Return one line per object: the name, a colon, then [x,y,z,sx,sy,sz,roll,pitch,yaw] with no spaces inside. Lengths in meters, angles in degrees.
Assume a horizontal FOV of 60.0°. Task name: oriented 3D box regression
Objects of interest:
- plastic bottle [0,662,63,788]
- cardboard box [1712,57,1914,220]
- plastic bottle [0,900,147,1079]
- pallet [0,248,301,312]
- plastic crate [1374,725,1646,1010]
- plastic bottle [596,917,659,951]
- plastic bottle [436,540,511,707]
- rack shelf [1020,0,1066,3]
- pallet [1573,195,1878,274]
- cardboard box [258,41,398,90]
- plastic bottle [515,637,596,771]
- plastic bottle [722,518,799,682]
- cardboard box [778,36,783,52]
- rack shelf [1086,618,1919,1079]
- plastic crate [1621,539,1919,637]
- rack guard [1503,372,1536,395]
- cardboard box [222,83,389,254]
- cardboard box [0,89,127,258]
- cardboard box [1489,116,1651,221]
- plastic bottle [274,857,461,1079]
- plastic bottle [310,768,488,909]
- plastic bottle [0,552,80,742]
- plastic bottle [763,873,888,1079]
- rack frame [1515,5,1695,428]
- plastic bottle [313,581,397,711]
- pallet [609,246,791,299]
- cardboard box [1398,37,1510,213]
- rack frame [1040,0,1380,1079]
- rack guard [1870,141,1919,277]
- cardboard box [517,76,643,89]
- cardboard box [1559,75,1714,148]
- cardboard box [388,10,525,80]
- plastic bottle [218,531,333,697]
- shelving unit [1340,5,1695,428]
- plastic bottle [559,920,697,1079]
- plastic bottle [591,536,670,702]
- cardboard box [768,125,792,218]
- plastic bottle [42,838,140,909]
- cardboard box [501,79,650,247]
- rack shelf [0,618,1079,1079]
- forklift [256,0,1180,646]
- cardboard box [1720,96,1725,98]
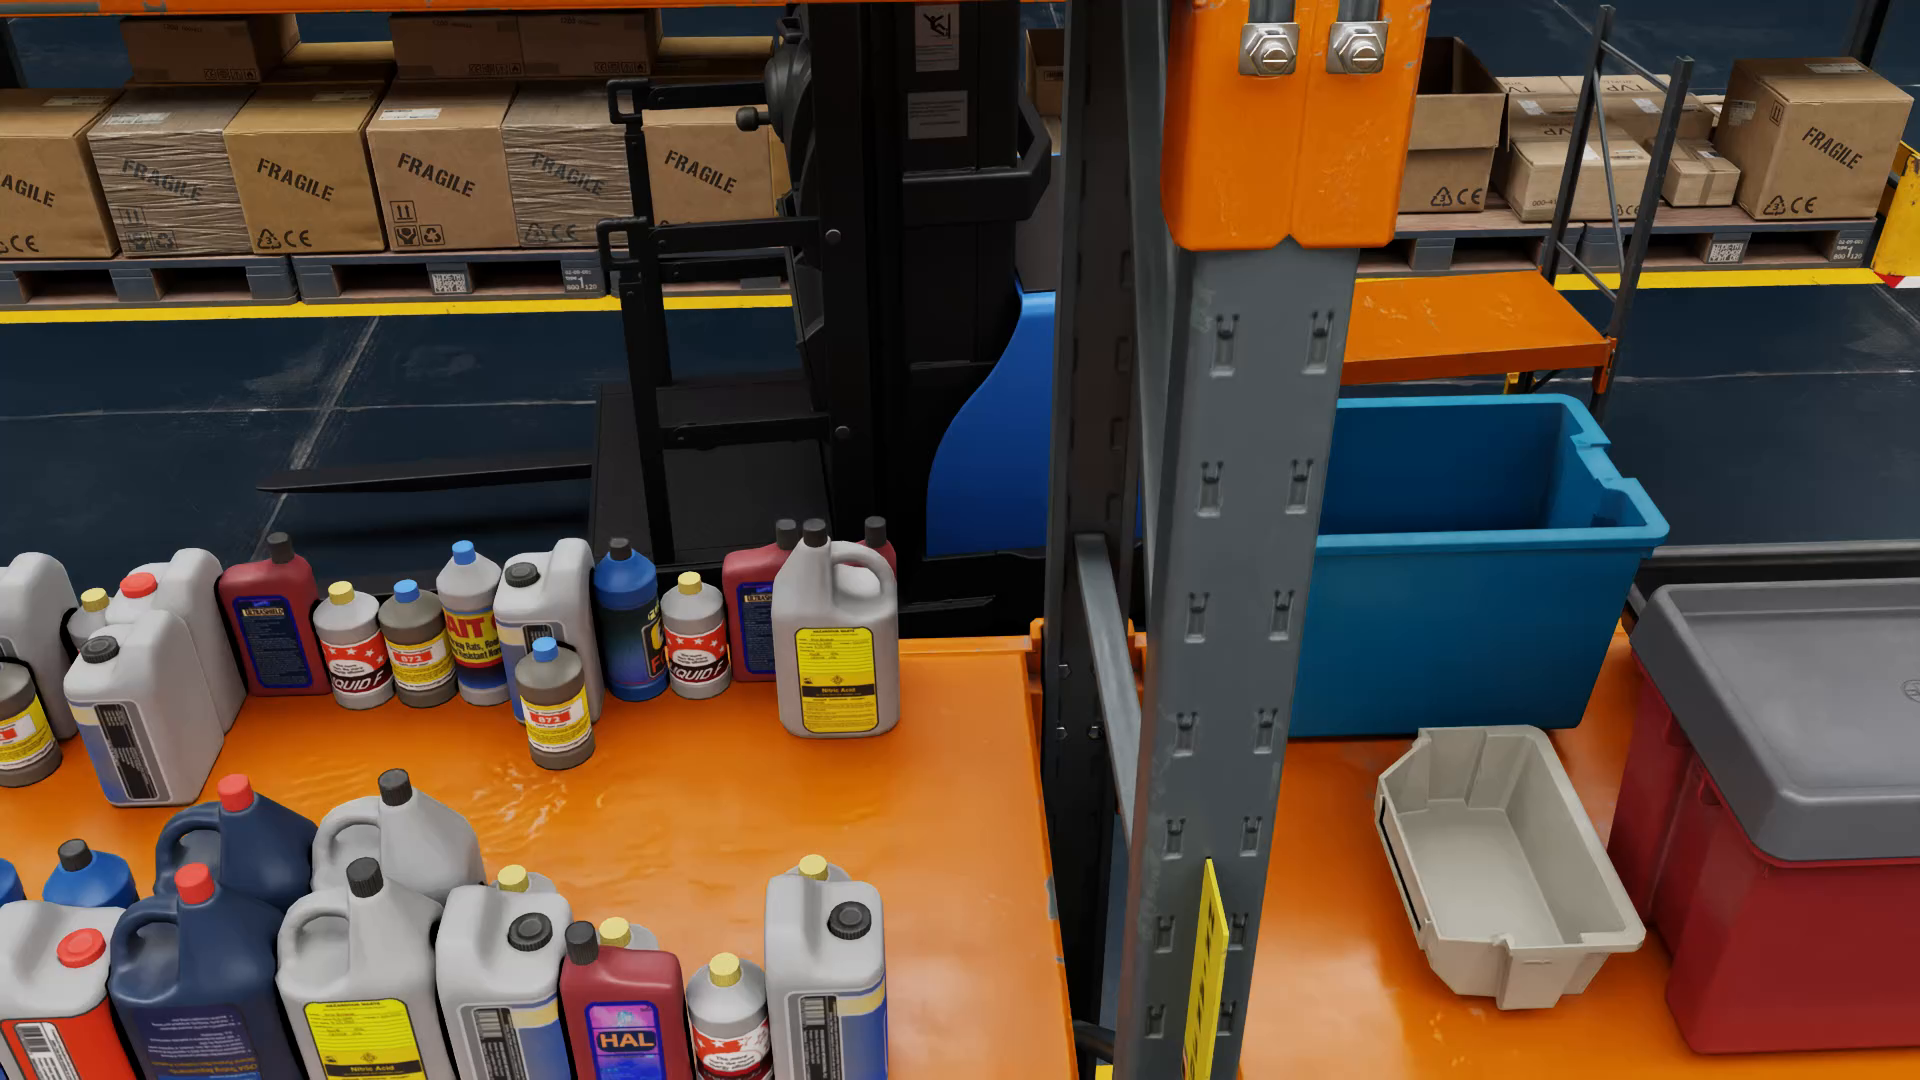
plastic bottle: [-1.390,0.254,2.422,0.097,0.201,0.097,0,35,0]
cardboard box: [3.456,-1.647,6.804,0.500,0.500,0.500,-2,35,-2]
plastic bottle: [-1.025,0.543,1.938,0.135,0.276,0.152,-2,35,-2]
pallet: [-3.256,-1.285,6.922,1.213,0.211,1.003,-2,35,-2]
plastic crate: [0.694,0.427,2.176,0.243,0.136,0.396,-2,35,-2]
plastic bottle: [-0.407,0.538,2.011,0.097,0.201,0.097,0,35,0]
plastic bottle: [-0.741,0.121,2.553,0.097,0.271,0.097,0,35,0]
rack shelf: [1.989,-2.299,6.569,4.000,0.370,1.077,-2,35,-2]
pallet: [3.115,-1.478,7.201,1.213,0.211,1.003,-2,35,-2]
cardboard box: [-2.564,-1.759,6.965,0.500,0.500,0.500,-3,35,-4]
plastic bottle: [-0.599,0.232,2.453,0.097,0.201,0.097,0,35,0]
plastic bottle: [-0.297,0.094,2.581,0.133,0.283,0.061,-2,35,-2]
cardboard box: [-0.503,-1.820,7.053,0.500,0.500,0.500,-3,35,-4]
rack shelf: [2.220,0.517,2.500,4.000,0.370,1.077,-2,35,-2]
plastic crate: [1.328,0.180,2.543,0.590,0.125,0.437,-2,35,-2]
rack guard: [1.928,-0.301,5.465,0.087,0.250,0.587,-5,35,-7]
cardboard box: [-2.512,-1.464,6.540,0.500,0.500,0.500,-2,35,-3]
cardboard box: [-3.536,-1.436,6.499,0.500,0.500,0.500,0,35,0]
cardboard box: [2.505,-1.536,6.863,0.500,0.250,0.500,-2,35,-2]
plastic bottle: [-0.680,0.506,1.927,0.185,0.351,0.144,-2,35,-2]
plastic bottle: [-0.687,0.424,2.045,0.185,0.351,0.144,-2,35,-2]
plastic bottle: [-1.415,0.153,2.502,0.135,0.276,0.152,-2,35,-2]
plastic bottle: [-0.156,0.520,1.972,0.135,0.276,0.152,-2,35,-2]
rack frame: [1.929,-0.815,5.110,0.032,1.500,0.500,-5,35,-7]
plastic bottle: [-0.935,0.155,2.565,0.097,0.201,0.097,0,35,0]
pallet: [-0.819,-1.351,7.017,1.213,0.211,1.003,-2,35,-2]
cardboard box: [1.868,-1.749,6.949,0.637,0.503,0.797,-2,35,-2]
rack frame: [0.223,0.277,2.215,0.053,2.616,0.949,-2,35,-2]
rack guard: [3.911,-1.619,7.150,0.348,0.500,1.175,-2,35,-2]
cardboard box: [-1.535,-1.790,7.010,0.500,0.500,0.500,-1,35,-2]
cardboard box: [2.931,-1.832,7.291,0.500,0.250,0.500,-2,35,-2]
cardboard box: [-2.003,-2.087,6.781,0.500,0.250,0.500,-2,35,-3]
plastic bottle: [-1.051,0.114,2.552,0.133,0.283,0.061,-2,35,-2]
shelving unit: [1.435,-0.773,5.049,1.083,1.500,0.587,-5,35,-7]
plastic bottle: [-0.385,0.549,1.923,0.133,0.283,0.061,-2,35,-2]
plastic bottle: [-0.509,0.115,2.562,0.097,0.271,0.097,0,35,0]
cardboard box: [-0.488,-1.518,6.618,0.500,0.500,0.500,-2,35,-2]
plastic bottle: [-1.049,0.475,2.041,0.097,0.271,0.097,0,35,0]
cardboard box: [-1.483,-1.496,6.586,0.500,0.500,0.500,-1,35,-2]
rack shelf: [-1.775,0.624,2.344,4.000,0.370,1.077,-2,35,-2]
forklift: [-0.617,-1.152,4.340,3.031,2.935,1.130,-5,35,-7]
cardboard box: [3.553,-1.842,7.394,0.250,0.149,0.380,-2,35,-2]
